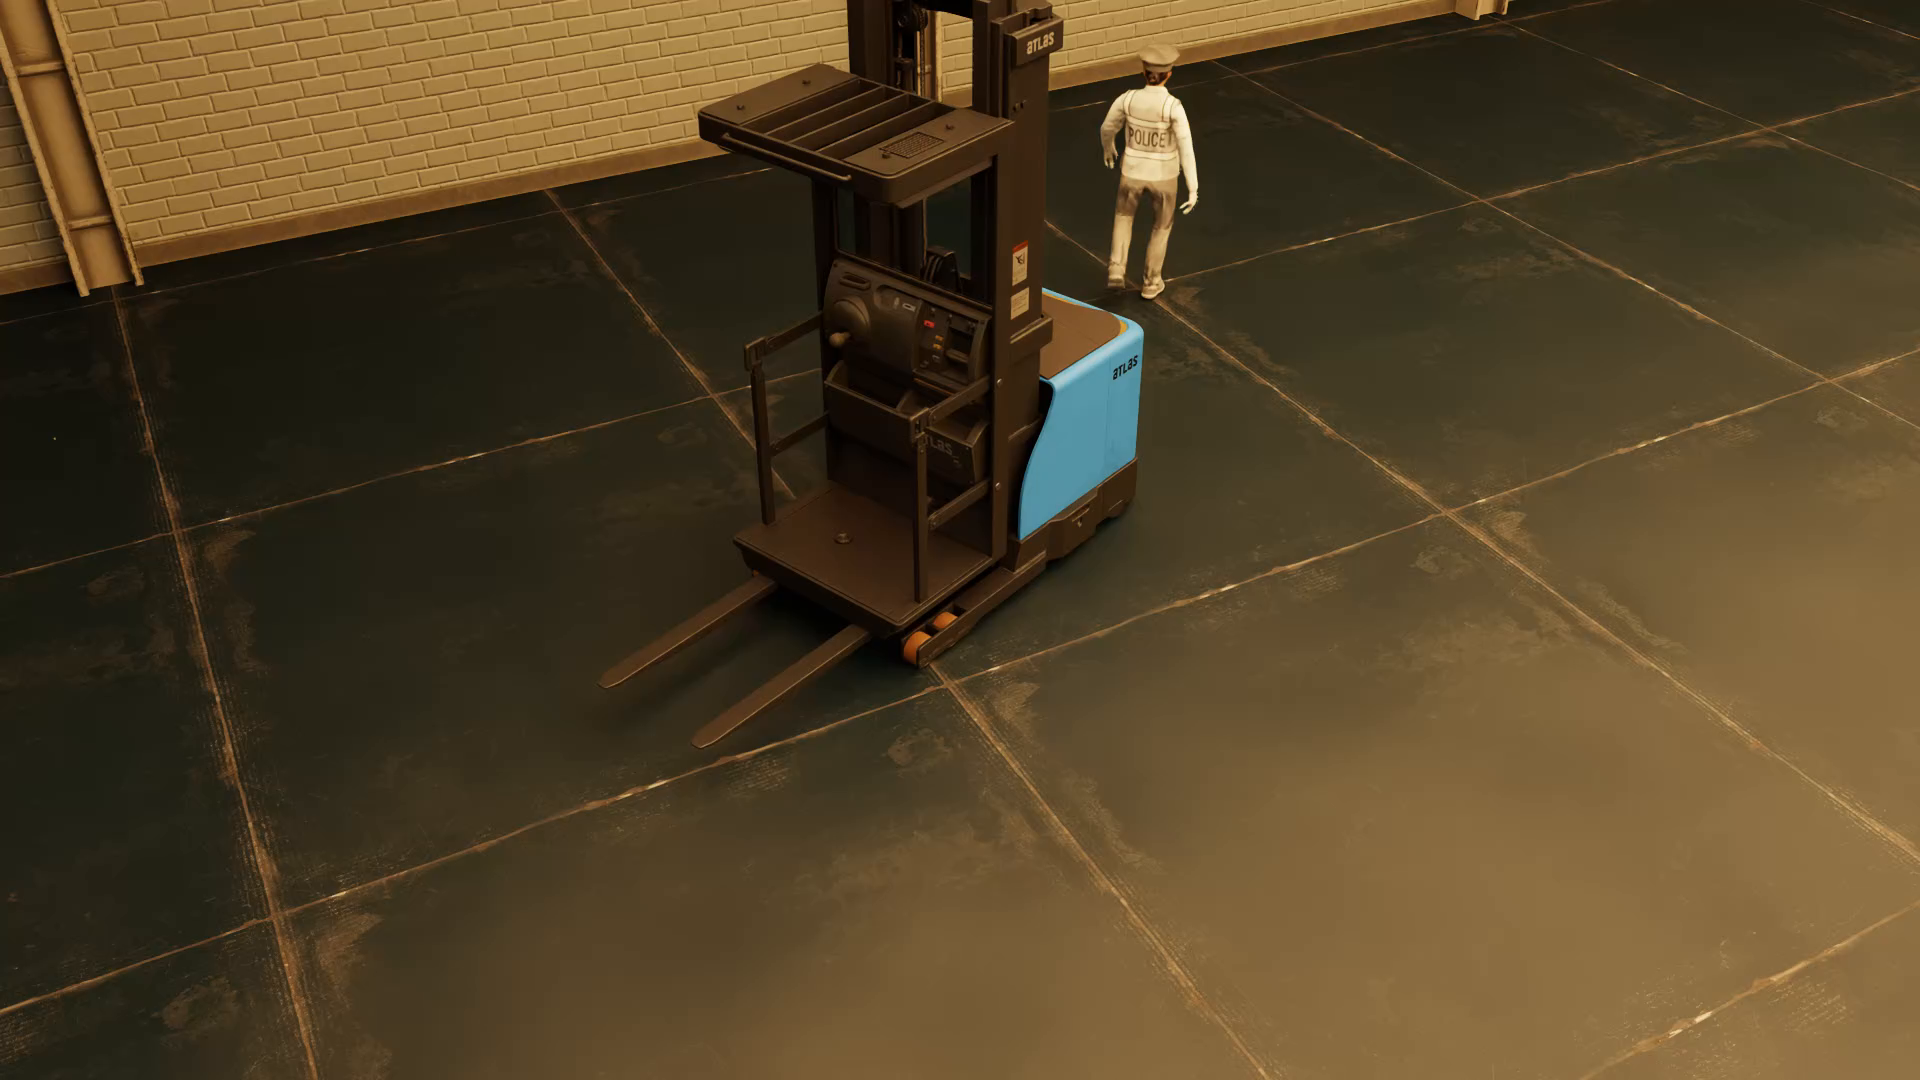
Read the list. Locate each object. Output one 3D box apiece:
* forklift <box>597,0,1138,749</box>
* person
[{"bbox_3d":[-0.393,-0.929,7.437,1.121,2.935,3.031,26,43,31],"label":"forklift"},{"bbox_3d":[1.175,-2.271,10.453,0.694,1.649,0.508,12,37,16],"label":"person"}]
